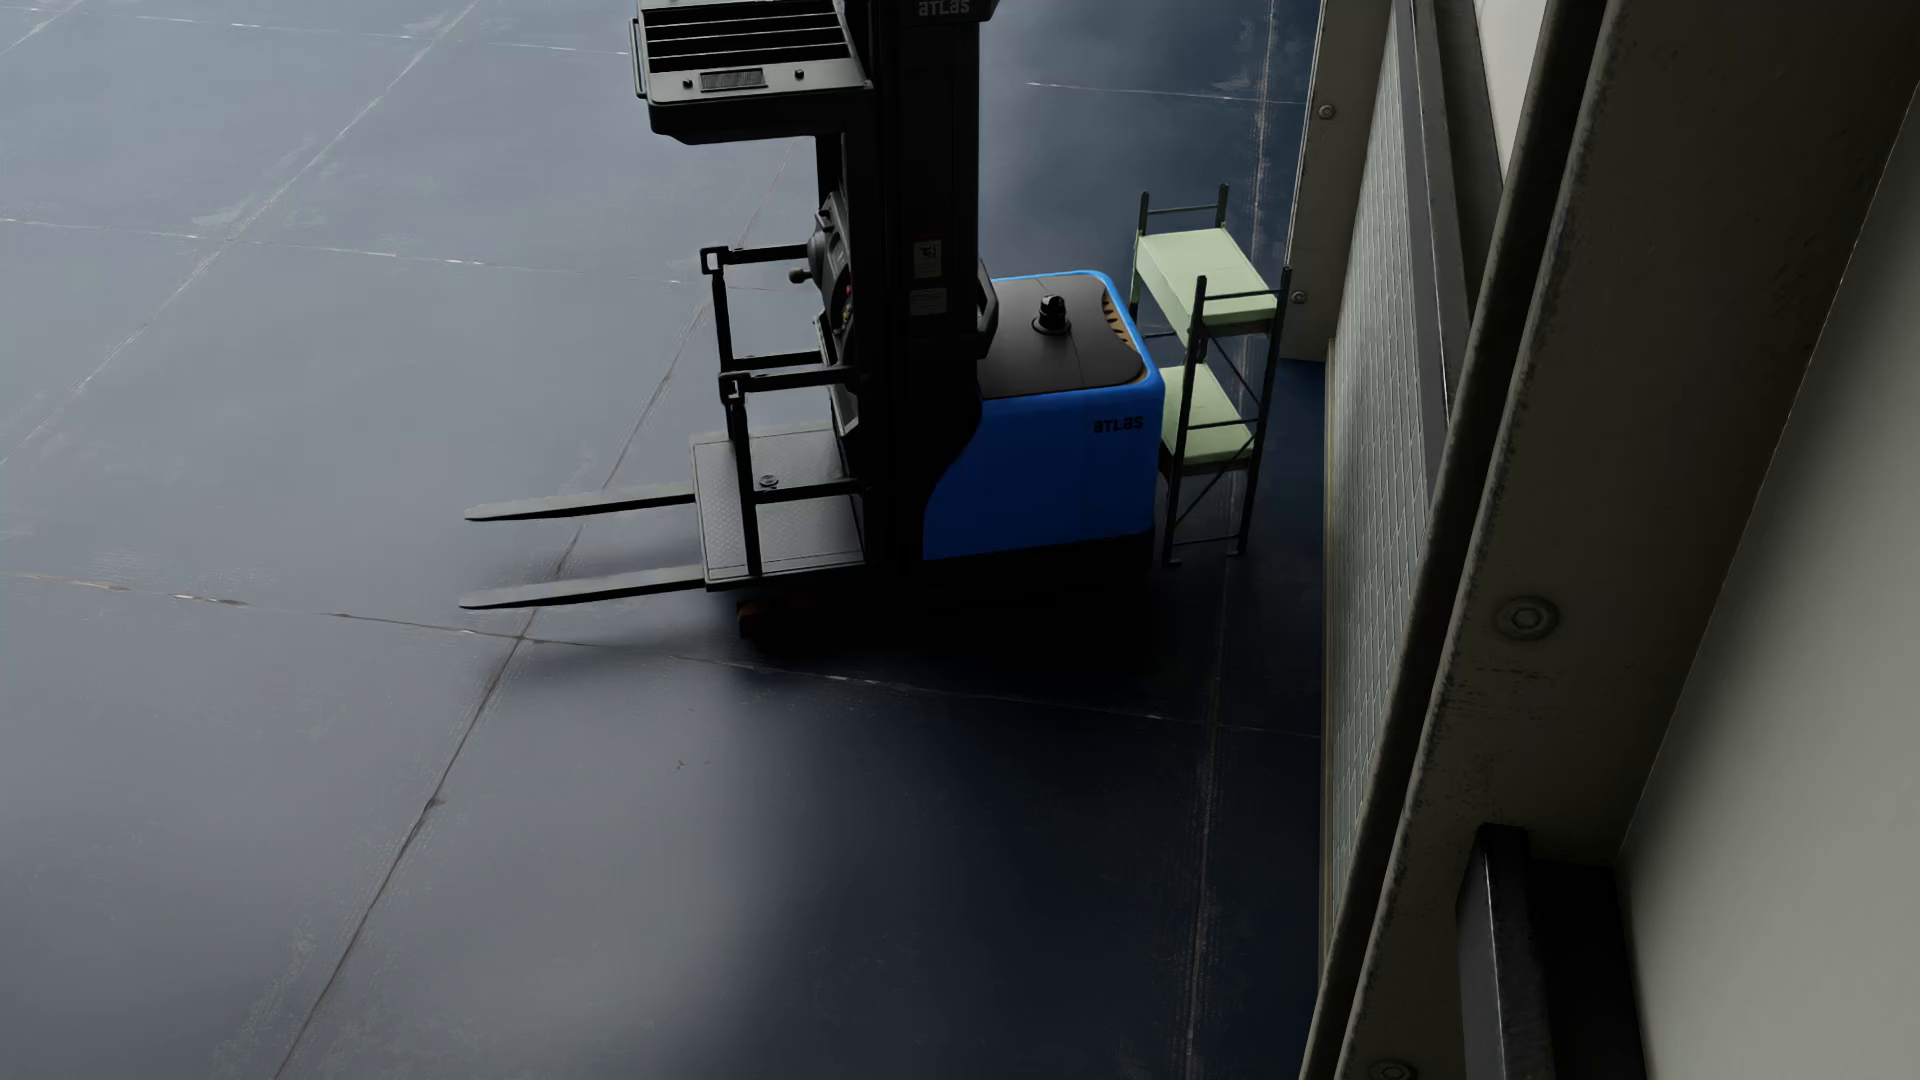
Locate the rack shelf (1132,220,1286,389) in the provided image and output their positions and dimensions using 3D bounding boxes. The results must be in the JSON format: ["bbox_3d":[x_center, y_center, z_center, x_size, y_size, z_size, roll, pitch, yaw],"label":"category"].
[{"bbox_3d":[1.062,-1.029,7.197,0.431,0.370,0.720,-7,40,-11],"label":"rack shelf"}]

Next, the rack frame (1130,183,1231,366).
[{"bbox_3d":[0.972,-0.954,7.719,0.400,1.500,0.023,-7,40,-11],"label":"rack frame"}]

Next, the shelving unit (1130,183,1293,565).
[{"bbox_3d":[1.054,-0.727,7.444,0.431,1.500,0.755,-7,40,-11],"label":"shelving unit"}]

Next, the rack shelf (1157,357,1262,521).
[{"bbox_3d":[1.046,-0.475,7.651,0.431,0.370,0.720,-7,40,-11],"label":"rack shelf"}]

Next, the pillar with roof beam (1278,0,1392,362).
[{"bbox_3d":[-2.364,-5.033,6.776,9.100,9.000,0.400,6,40,8],"label":"pillar with roof beam"}]

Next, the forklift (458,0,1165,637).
[{"bbox_3d":[-0.703,-1.071,6.746,3.031,2.935,1.130,-6,40,-8],"label":"forklift"}]

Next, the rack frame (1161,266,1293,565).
[{"bbox_3d":[1.135,-0.500,7.169,0.400,1.500,0.023,-7,40,-11],"label":"rack frame"}]
